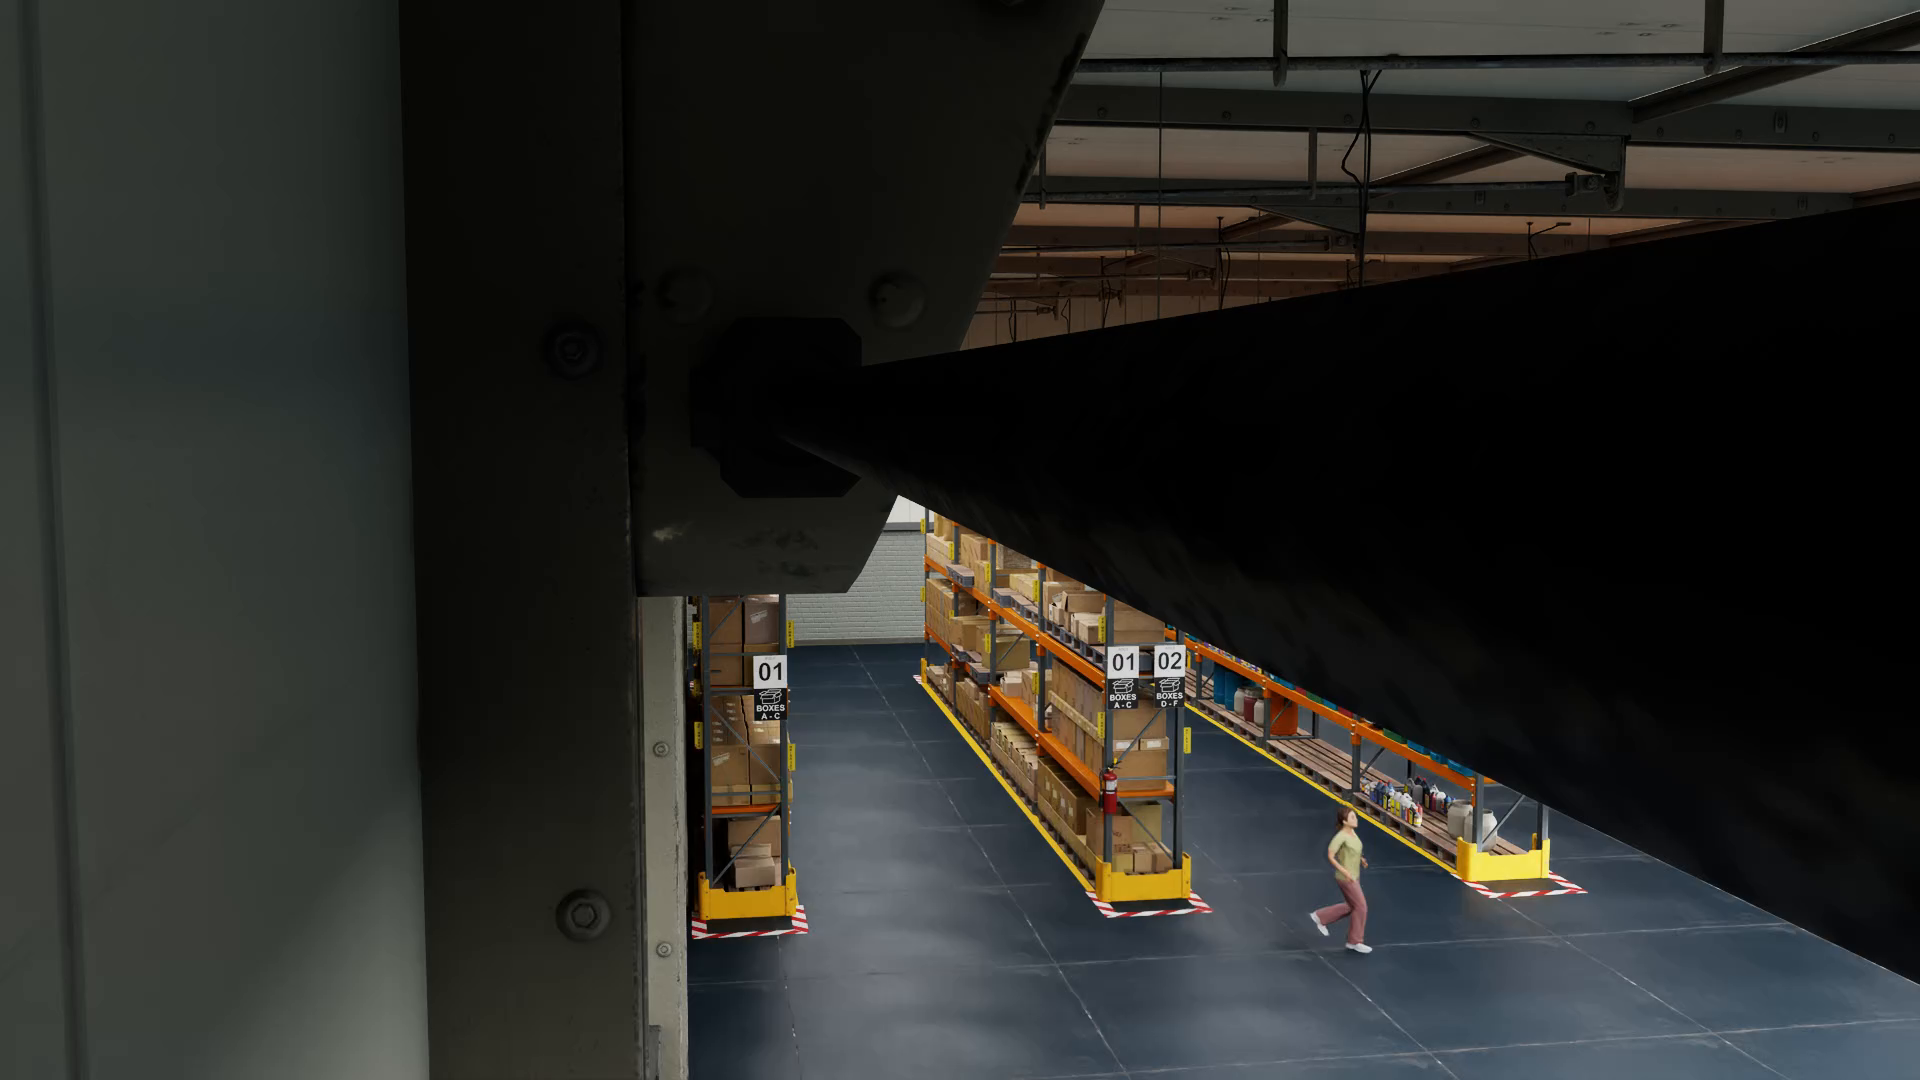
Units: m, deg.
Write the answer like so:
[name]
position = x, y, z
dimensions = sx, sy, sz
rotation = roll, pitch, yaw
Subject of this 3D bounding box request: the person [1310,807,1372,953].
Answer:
[person]
position = 4.365, 3.851, 18.971
dimensions = 0.710, 1.655, 0.575
rotation = 2, 6, 26
